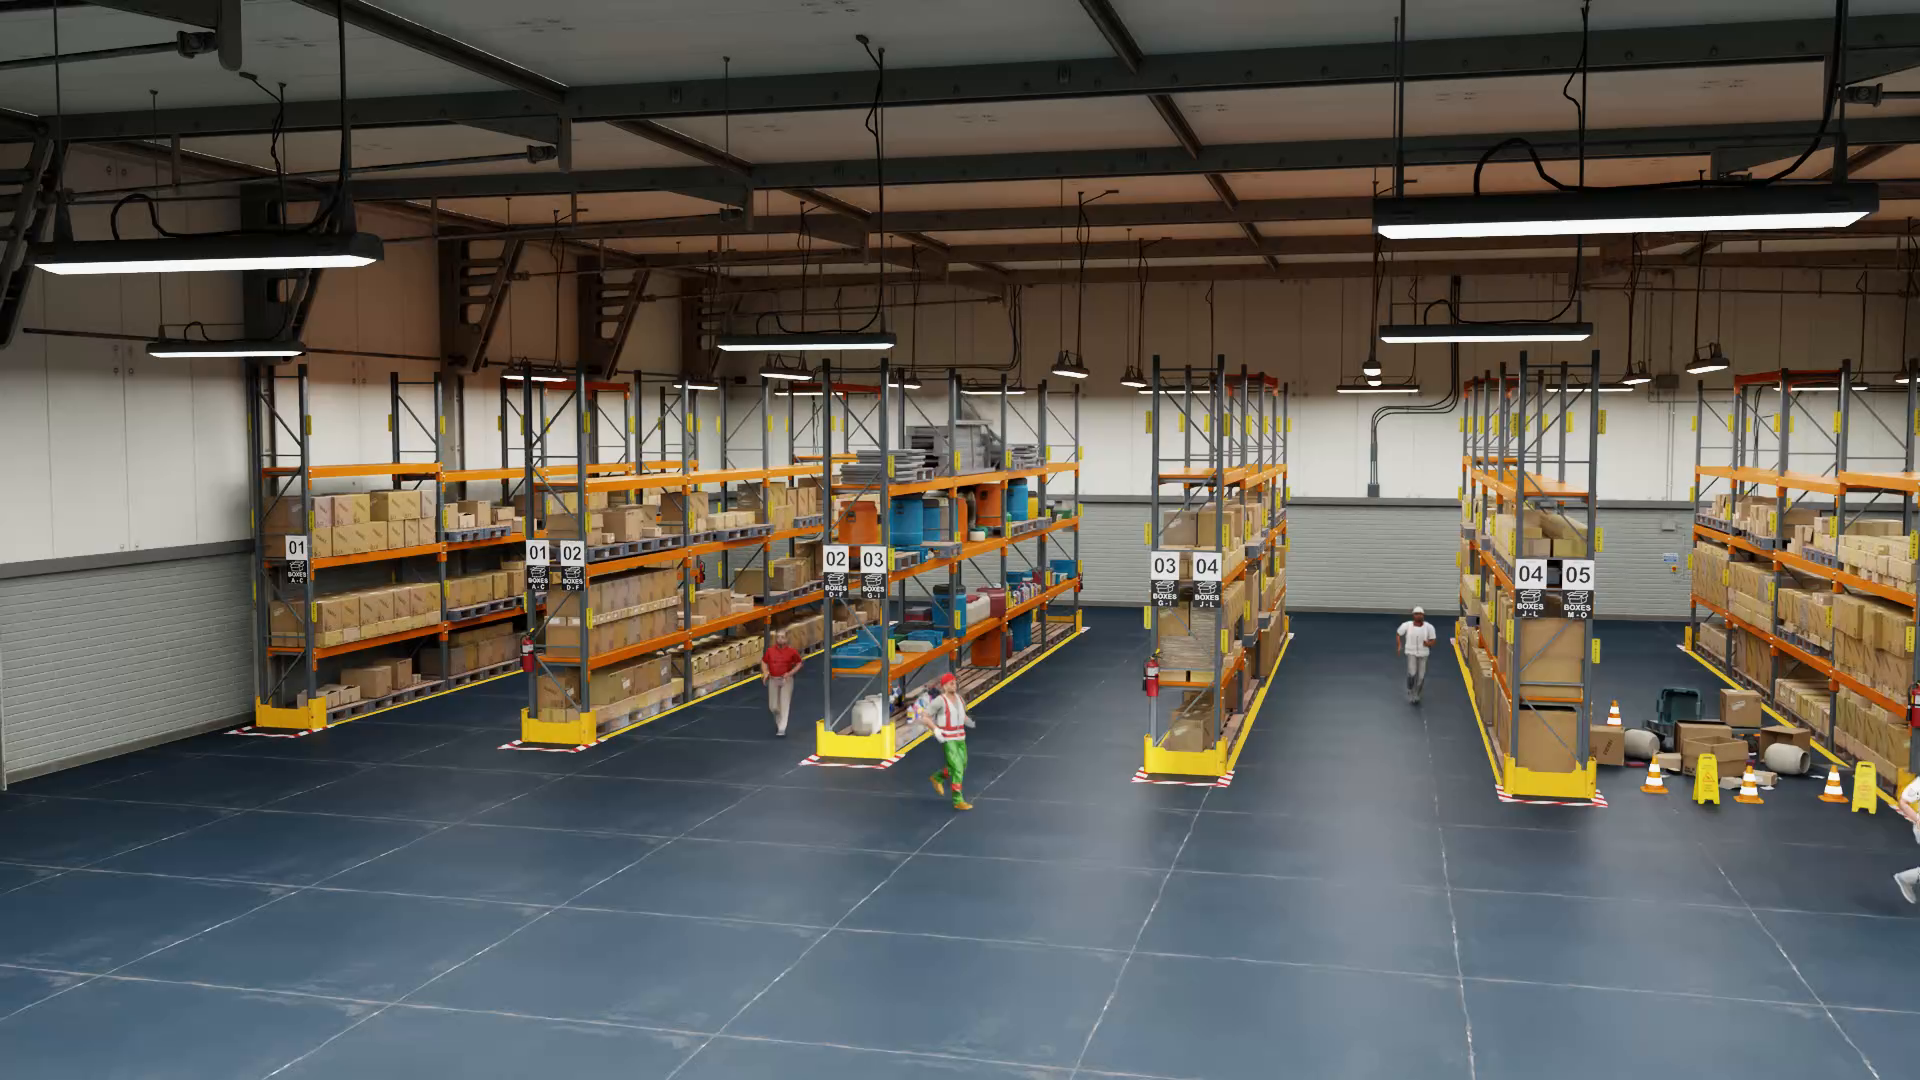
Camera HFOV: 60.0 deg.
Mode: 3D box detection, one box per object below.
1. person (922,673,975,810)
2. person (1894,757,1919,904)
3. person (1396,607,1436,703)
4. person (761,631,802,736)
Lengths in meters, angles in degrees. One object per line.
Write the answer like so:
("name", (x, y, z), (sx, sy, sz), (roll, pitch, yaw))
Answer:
("person", (-0.138, 2.622, 21.801), (0.668, 1.759, 0.856), (-4, 6, -44))
("person", (9.860, 2.960, 16.824), (0.676, 1.751, 0.894), (-2, 5, -29))
("person", (8.187, 2.063, 29.806), (0.676, 1.742, 0.673), (1, 4, 7))
("person", (-2.890, 2.306, 26.918), (0.679, 1.678, 0.619), (0, 4, 1))
